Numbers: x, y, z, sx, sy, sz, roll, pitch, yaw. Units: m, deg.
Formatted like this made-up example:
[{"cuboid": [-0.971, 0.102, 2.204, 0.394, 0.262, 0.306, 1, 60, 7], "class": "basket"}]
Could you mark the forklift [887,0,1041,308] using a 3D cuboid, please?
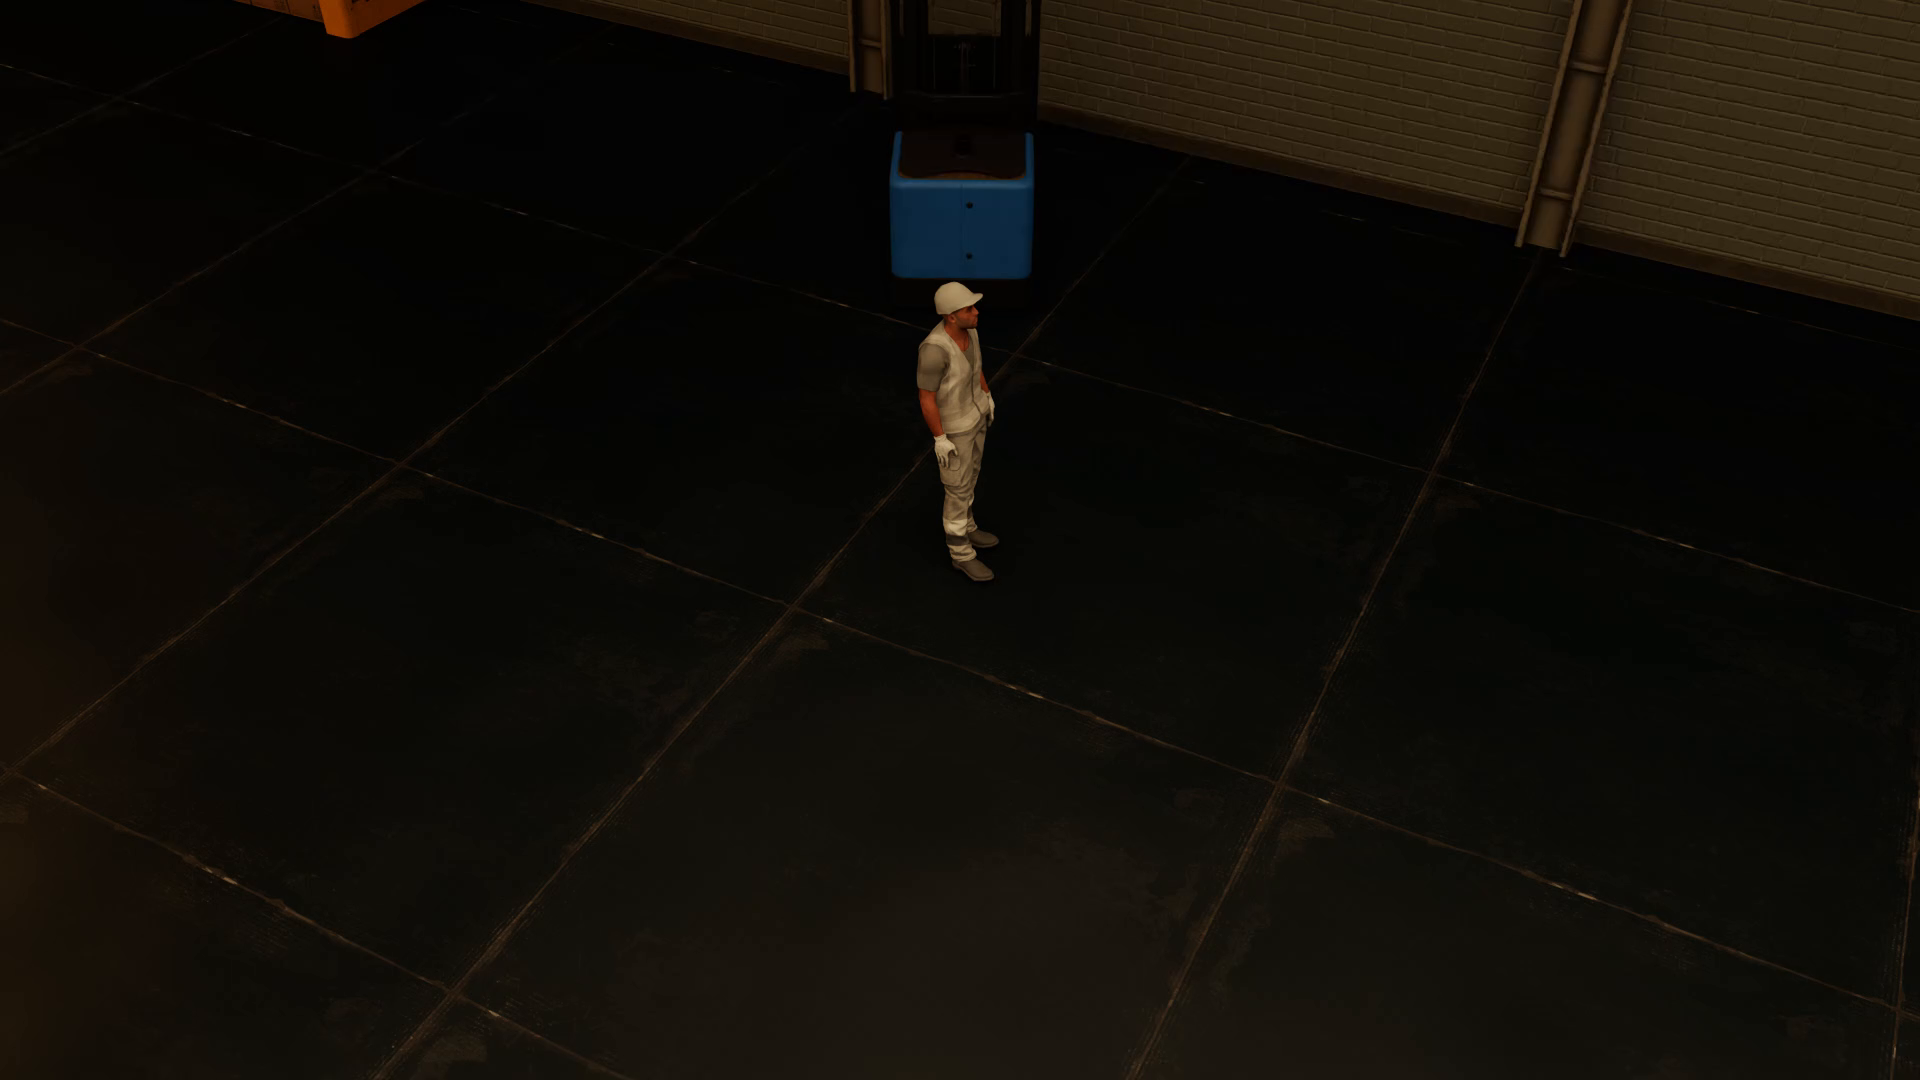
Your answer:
[{"cuboid": [0.046, -3.742, 12.429, 1.130, 2.935, 3.031, 1, 40, 1], "class": "forklift"}]

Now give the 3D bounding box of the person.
[{"cuboid": [0.066, -0.660, 9.645, 0.564, 1.787, 0.638, 18, 43, 21], "class": "person"}]
